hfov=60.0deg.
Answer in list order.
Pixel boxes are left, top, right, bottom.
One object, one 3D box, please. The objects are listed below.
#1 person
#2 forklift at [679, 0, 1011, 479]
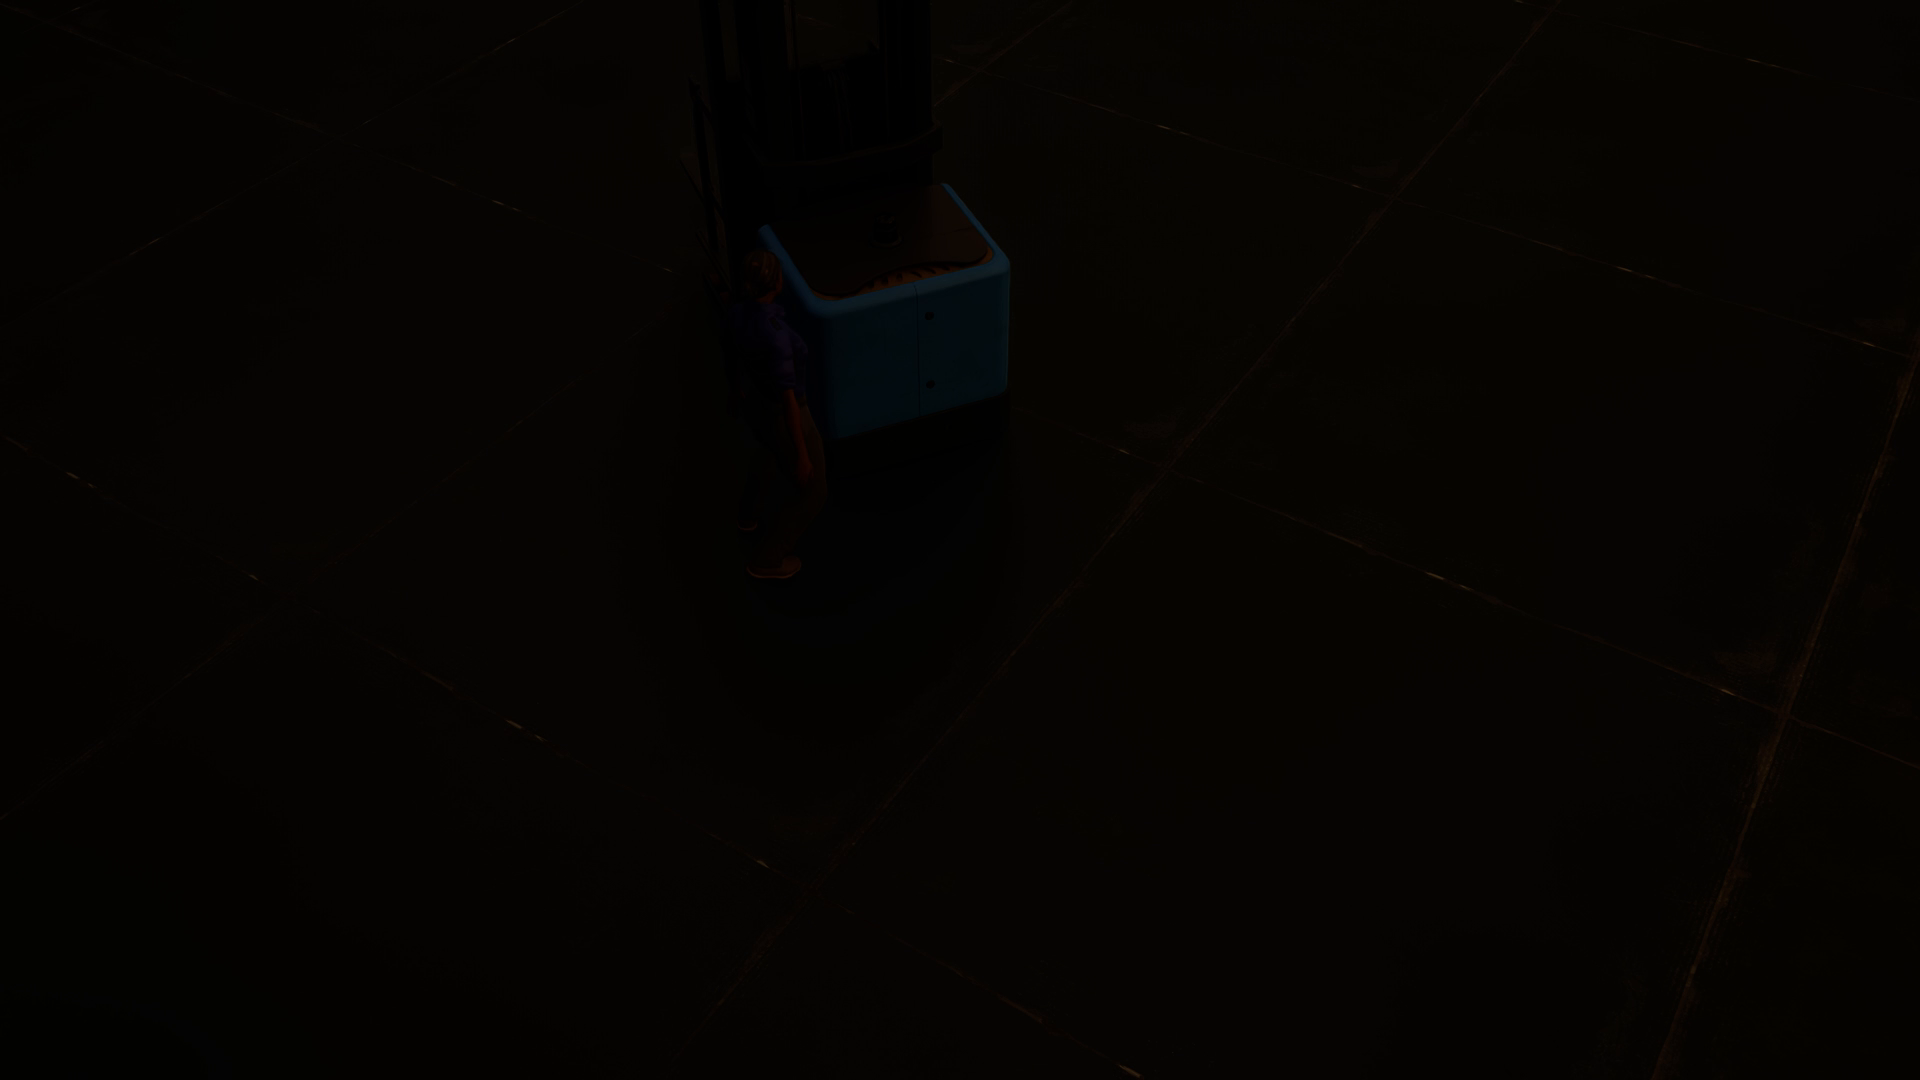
[{"bbox_3d":[-0.867,-0.524,7.395,0.472,1.599,0.818,-24,49,-23],"label":"person"},{"bbox_3d":[-0.796,-2.389,8.368,1.130,2.935,3.031,-17,46,-17],"label":"forklift"}]
